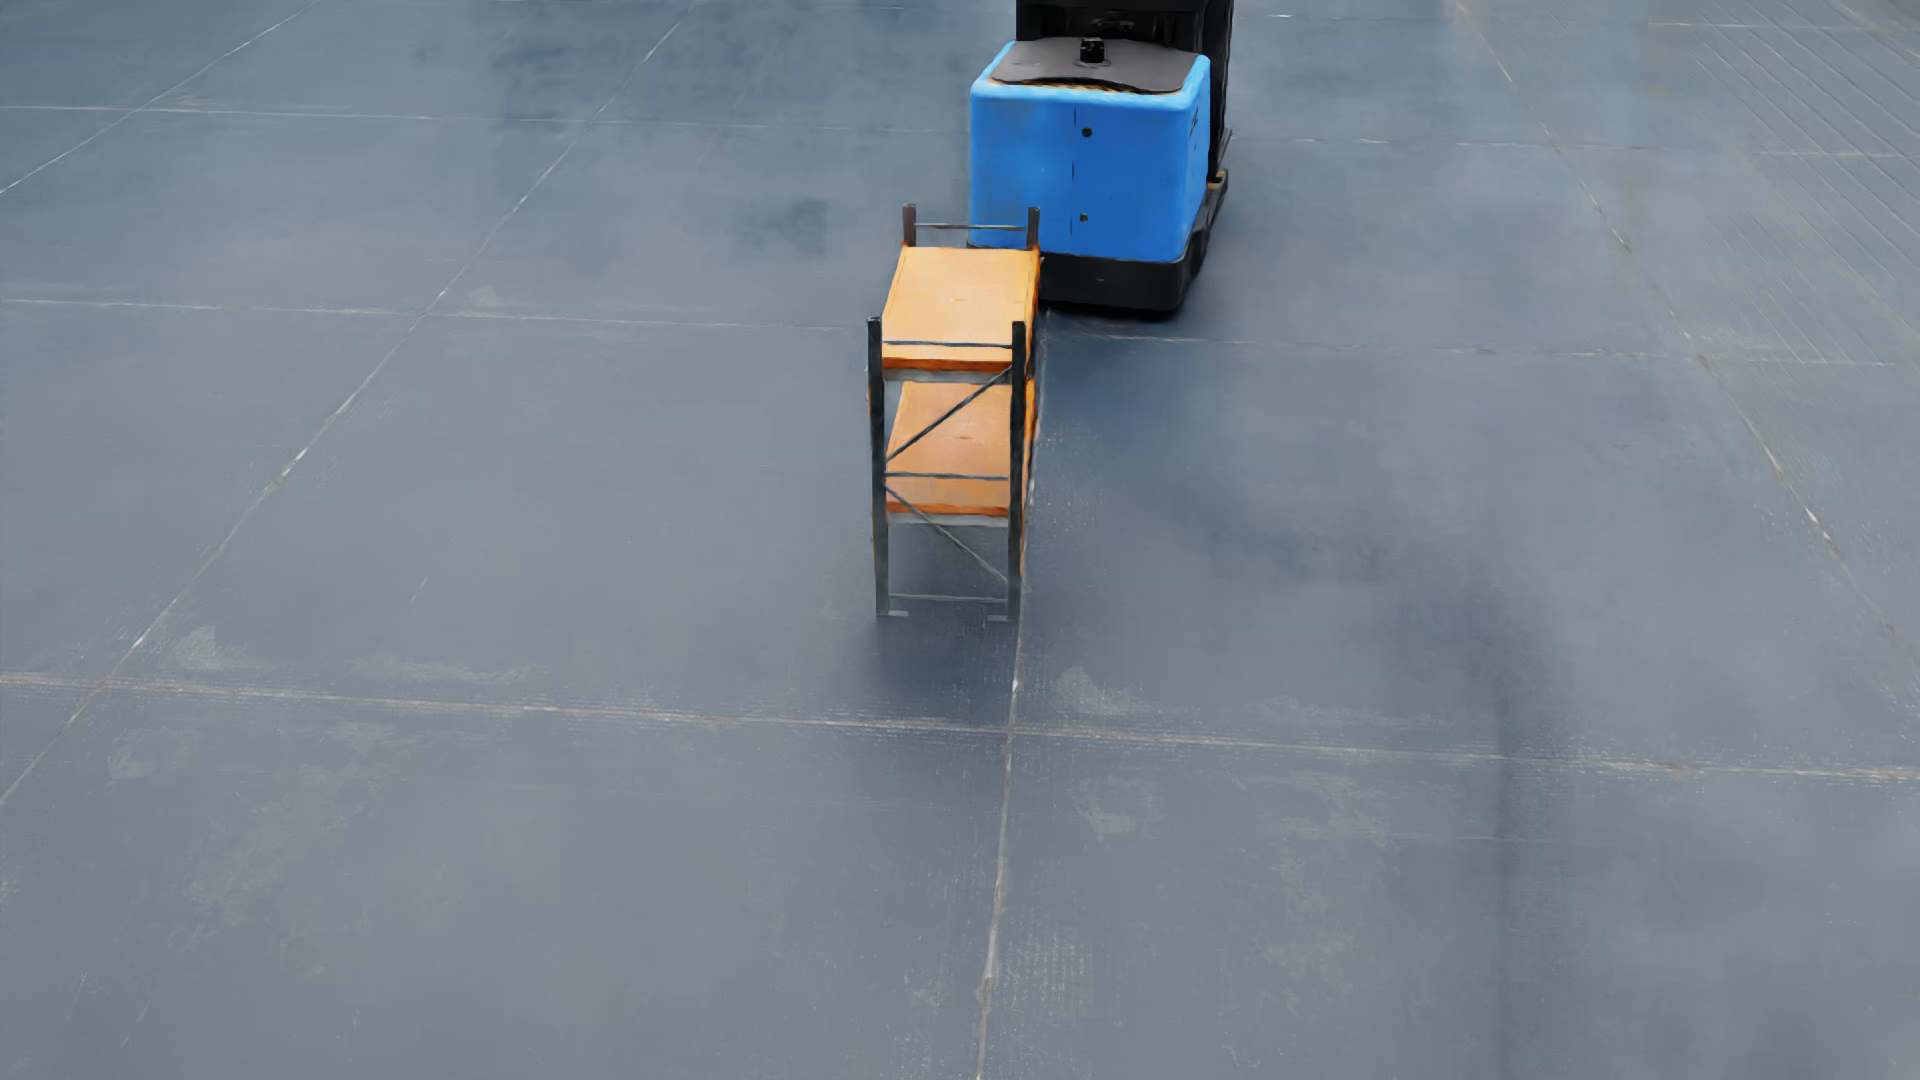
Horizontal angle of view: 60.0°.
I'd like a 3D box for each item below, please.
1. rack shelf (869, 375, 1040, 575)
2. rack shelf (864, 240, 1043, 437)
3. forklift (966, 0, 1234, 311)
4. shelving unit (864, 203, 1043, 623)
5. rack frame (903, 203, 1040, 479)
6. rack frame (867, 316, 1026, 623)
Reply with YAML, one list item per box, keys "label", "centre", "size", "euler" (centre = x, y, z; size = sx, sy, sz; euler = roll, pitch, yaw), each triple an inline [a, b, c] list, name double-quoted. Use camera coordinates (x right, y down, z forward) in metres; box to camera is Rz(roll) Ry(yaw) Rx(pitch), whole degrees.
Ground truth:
- label: "rack shelf"
  centre: [-0.001, -0.267, 6.077]
  size: [0.538, 0.278, 1.000]
  euler: [2, 32, 4]
- label: "rack shelf"
  centre: [-0.001, -0.725, 5.796]
  size: [0.538, 0.278, 1.000]
  euler: [2, 32, 4]
- label: "forklift"
  centre: [0.888, -3.095, 8.478]
  size: [1.130, 2.935, 3.031]
  euler: [8, 32, 12]
- label: "shelving unit"
  centre: [-0.001, -0.475, 5.949]
  size: [0.538, 1.125, 1.048]
  euler: [2, 32, 4]
- label: "rack frame"
  centre: [0.041, -0.741, 6.380]
  size: [0.500, 1.125, 0.032]
  euler: [2, 32, 4]
- label: "rack frame"
  centre: [-0.042, -0.210, 5.518]
  size: [0.500, 1.125, 0.032]
  euler: [2, 32, 4]
